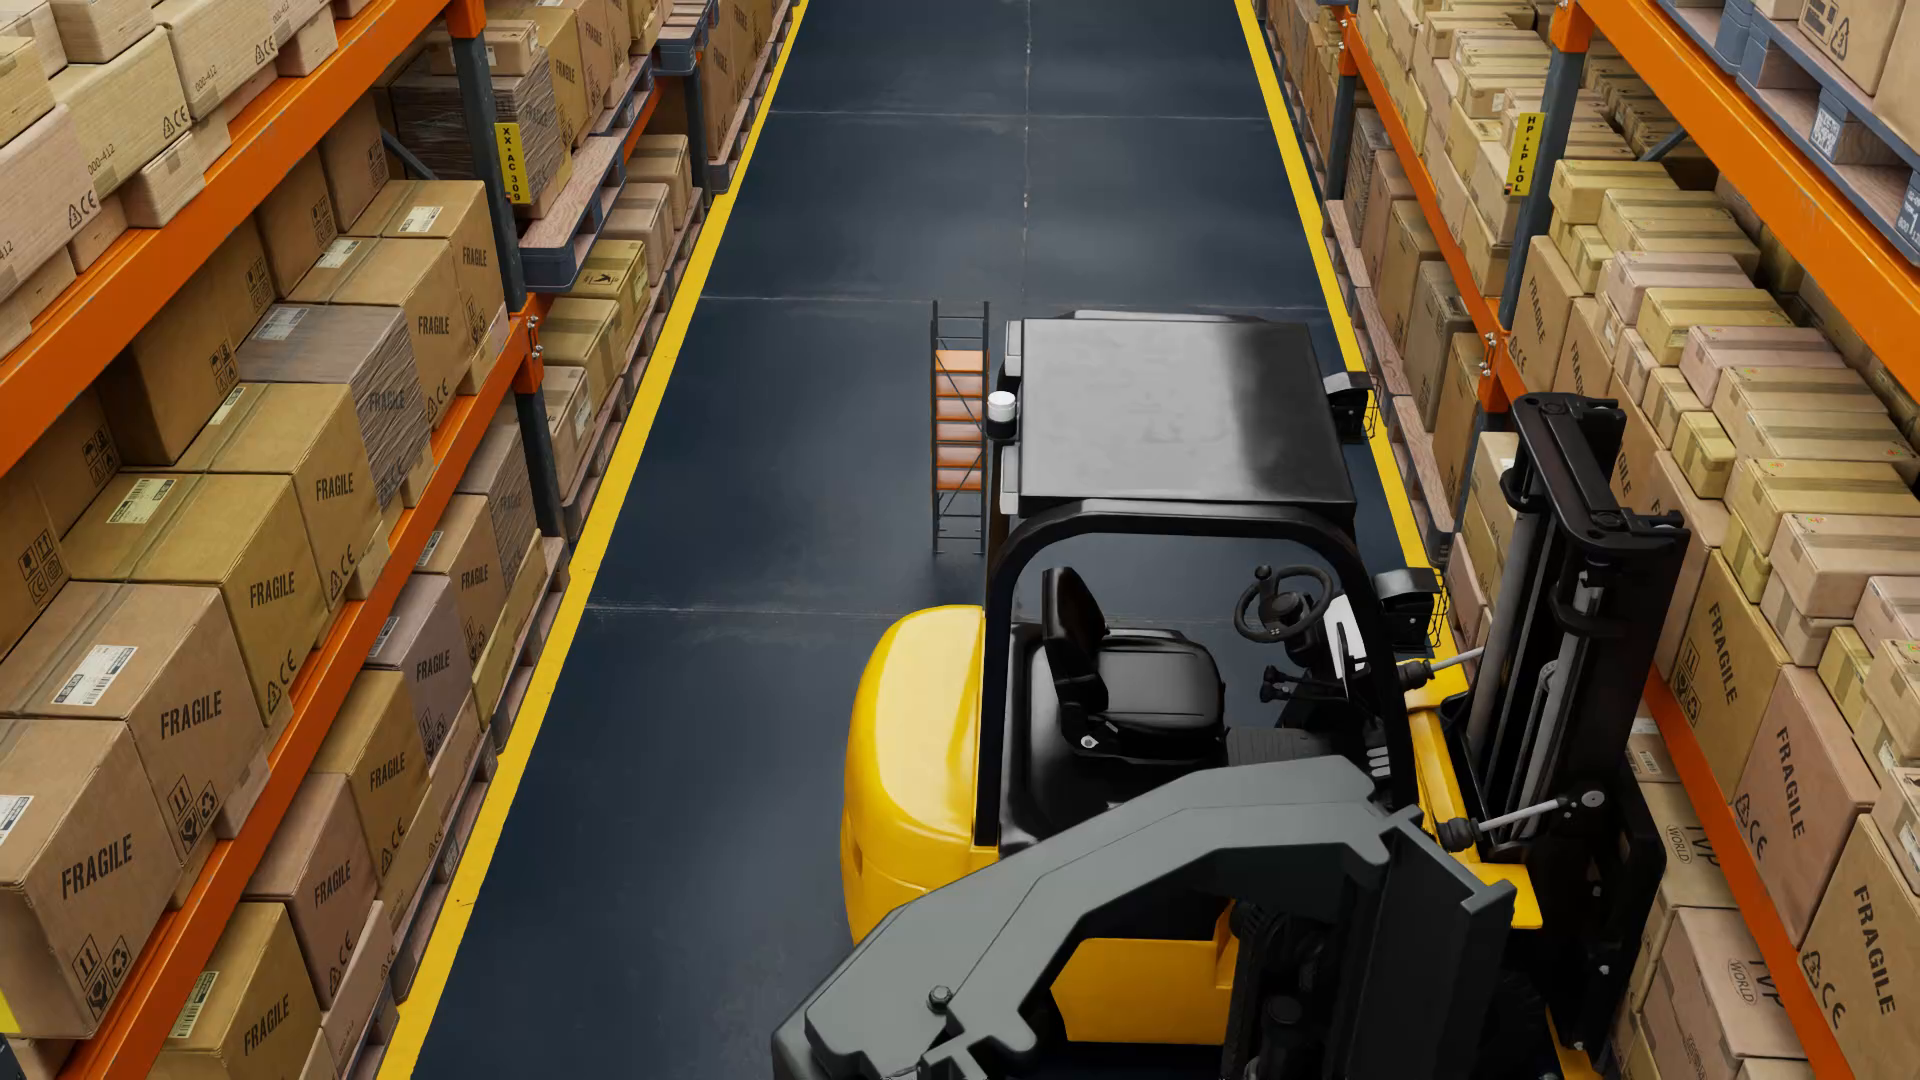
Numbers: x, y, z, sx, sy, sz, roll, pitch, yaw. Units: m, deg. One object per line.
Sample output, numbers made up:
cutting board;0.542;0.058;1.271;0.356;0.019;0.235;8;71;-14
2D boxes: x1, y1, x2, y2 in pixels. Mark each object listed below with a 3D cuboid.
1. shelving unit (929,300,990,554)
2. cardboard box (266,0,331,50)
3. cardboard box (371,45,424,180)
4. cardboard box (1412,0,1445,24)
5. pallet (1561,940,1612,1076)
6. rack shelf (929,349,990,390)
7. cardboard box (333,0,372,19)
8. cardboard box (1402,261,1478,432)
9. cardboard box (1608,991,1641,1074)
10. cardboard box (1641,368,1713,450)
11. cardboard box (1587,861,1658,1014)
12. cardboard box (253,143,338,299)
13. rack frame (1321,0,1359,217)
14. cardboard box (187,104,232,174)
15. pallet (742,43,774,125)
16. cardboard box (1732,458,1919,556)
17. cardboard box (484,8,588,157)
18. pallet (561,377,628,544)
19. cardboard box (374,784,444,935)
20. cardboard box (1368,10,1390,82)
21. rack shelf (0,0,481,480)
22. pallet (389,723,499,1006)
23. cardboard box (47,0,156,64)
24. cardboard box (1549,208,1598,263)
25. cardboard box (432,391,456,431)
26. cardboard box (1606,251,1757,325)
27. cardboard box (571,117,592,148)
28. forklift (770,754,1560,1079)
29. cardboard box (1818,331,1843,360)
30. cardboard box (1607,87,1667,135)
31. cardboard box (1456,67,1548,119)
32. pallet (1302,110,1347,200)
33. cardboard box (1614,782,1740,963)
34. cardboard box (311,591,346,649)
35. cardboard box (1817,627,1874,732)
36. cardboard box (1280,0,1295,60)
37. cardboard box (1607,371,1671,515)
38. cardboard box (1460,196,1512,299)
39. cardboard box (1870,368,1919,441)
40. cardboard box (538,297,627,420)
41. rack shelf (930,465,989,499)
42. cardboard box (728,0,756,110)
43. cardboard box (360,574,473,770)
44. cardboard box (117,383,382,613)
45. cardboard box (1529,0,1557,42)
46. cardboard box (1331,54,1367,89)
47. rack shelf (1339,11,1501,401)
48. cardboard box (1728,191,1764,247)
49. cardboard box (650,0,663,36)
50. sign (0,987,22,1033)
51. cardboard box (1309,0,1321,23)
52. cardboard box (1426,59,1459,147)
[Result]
shelving unit;-0.001;-0.483;7.393;0.258;1.200;0.189;1;35;2
cardboard box;-2.089;-1.563;4.628;0.500;0.250;0.500;1;35;1
cardboard box;-2.497;-1.723;6.882;0.500;0.500;0.500;1;35;1
cardboard box;2.486;-2.692;8.320;0.380;0.149;0.250;2;35;3
pallet;2.553;1.294;5.725;1.003;0.211;1.213;1;35;2
rack shelf;-0.001;-0.741;7.212;0.258;0.103;0.180;1;35;2
cardboard box;-2.079;-1.763;5.260;0.380;0.149;0.250;2;35;2
cardboard box;2.722;-0.951;8.195;0.875;0.625;0.625;1;35;1
cardboard box;2.274;1.396;5.181;0.500;0.250;0.500;2;35;2
cardboard box;2.318;-0.400;5.059;0.380;0.149;0.250;0;35;0
cardboard box;2.251;1.169;5.069;0.500;0.250;0.500;1;35;1
cardboard box;-2.563;-1.149;5.561;0.700;0.500;0.500;2;35;2
rack frame;2.834;-3.304;9.842;1.000;3.000;0.127;1;35;2
cardboard box;-2.091;-1.022;4.206;0.380;0.149;0.250;0;35;1
pallet;-1.967;-3.426;12.441;1.003;0.211;1.213;1;35;2
cardboard box;2.268;-0.082;4.348;0.380;0.149;0.250;2;35;3
cardboard box;-1.962;-2.003;7.280;0.500;0.500;0.500;1;35;2
pallet;-2.257;-0.424;8.170;1.003;0.211;1.213;1;35;2
cardboard box;-2.101;1.069;5.646;0.500;0.250;0.500;4;35;5
cardboard box;2.547;-2.704;9.119;0.500;0.250;0.500;1;35;1
rack shelf;-2.367;-0.902;4.441;1.077;0.370;4.000;1;35;2
pallet;-2.324;1.112;5.984;1.003;0.211;1.213;1;35;2
cardboard box;-2.072;-1.193;3.755;0.380;0.149;0.250;2;35;3
cardboard box;2.398;-1.135;6.105;0.380;0.149;0.250;1;35;1
cardboard box;-2.086;-0.532;6.117;0.380;0.149;0.250;2;35;2
cardboard box;2.330;-0.813;5.388;0.380;0.149;0.250;2;35;3
cardboard box;-1.943;-1.952;7.772;0.380;0.149;0.250;2;35;3
forklift;0.542;1.903;2.493;1.130;2.935;3.031;-20;40;-26
cardboard box;2.848;-0.534;5.250;0.380;0.149;0.250;2;35;3
cardboard box;2.976;-1.805;7.059;0.380;0.149;0.250;1;35;2
cardboard box;2.398;-1.955;7.272;0.380;0.149;0.250;0;35;0
pallet;2.902;-2.591;11.253;1.003;0.211;1.213;1;35;2
cardboard box;2.245;0.981;4.901;0.500;0.250;0.500;2;35;2
cardboard box;-2.115;0.198;5.077;0.380;0.149;0.250;0;35;1
cardboard box;2.320;0.343;4.002;0.380;0.149;0.250;1;35;2
cardboard box;2.714;-3.885;12.478;0.500;0.500;0.500;0;35;0
cardboard box;2.371;-0.207;5.349;0.500;0.500;0.500;1;35;1
cardboard box;2.432;-1.240;7.036;0.500;0.250;0.500;2;35;3
cardboard box;2.837;-0.363;4.748;0.380;0.149;0.250;2;35;3
cardboard box;-2.242;-0.929;8.384;0.950;0.372;0.625;3;35;5
rack shelf;-0.001;-0.250;7.557;0.258;0.103;0.180;1;35;2
cardboard box;-1.975;-3.626;11.783;0.875;0.875;0.875;2;35;2
cardboard box;-2.080;0.460;5.861;0.500;0.500;0.500;3;35;4
cardboard box;-2.102;-0.131;4.982;0.500;0.500;0.500;1;35;1
cardboard box;2.981;-2.536;8.098;0.380;0.149;0.250;2;35;3
cardboard box;2.601;-3.008;10.665;0.380;0.149;0.250;0;35;0
rack shelf;2.754;-1.860;8.414;1.077;0.370;4.000;1;35;2
cardboard box;2.911;-1.100;5.796;0.380;0.149;0.250;0;35;1
cardboard box;-1.826;-2.845;9.043;0.380;0.149;0.250;0;35;0
sign;-1.905;0.838;3.195;0.100;0.325;0.005;1;35;2
cardboard box;2.682;-3.769;11.749;0.380;0.149;0.250;0;35;0
cardboard box;2.477;-2.026;7.720;0.500;0.250;0.500;2;35;3
